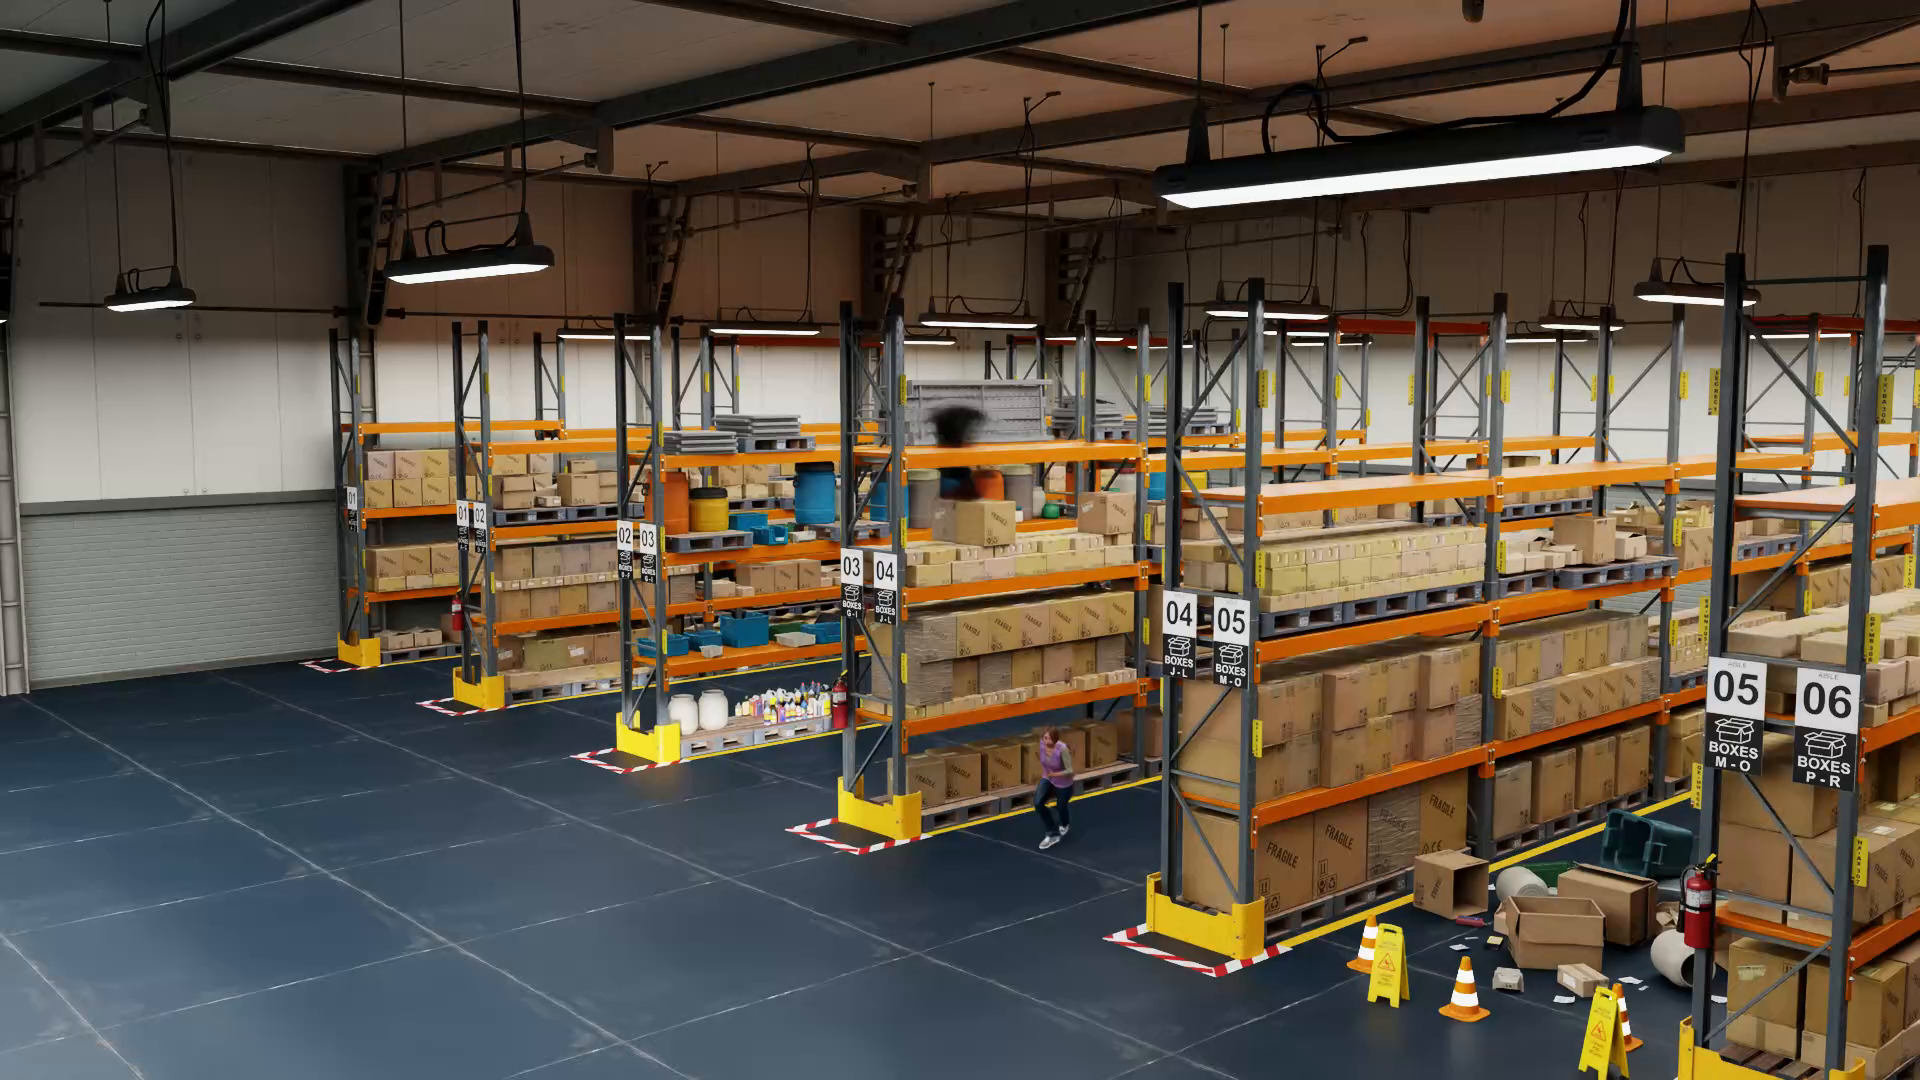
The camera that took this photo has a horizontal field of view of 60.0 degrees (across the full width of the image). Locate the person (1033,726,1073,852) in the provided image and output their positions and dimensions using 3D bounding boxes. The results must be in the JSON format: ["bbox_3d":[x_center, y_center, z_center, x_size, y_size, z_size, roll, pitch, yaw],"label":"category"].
[{"bbox_3d":[1.062,2.647,18.130,0.538,1.384,1.040,3,6,25],"label":"person"}]
